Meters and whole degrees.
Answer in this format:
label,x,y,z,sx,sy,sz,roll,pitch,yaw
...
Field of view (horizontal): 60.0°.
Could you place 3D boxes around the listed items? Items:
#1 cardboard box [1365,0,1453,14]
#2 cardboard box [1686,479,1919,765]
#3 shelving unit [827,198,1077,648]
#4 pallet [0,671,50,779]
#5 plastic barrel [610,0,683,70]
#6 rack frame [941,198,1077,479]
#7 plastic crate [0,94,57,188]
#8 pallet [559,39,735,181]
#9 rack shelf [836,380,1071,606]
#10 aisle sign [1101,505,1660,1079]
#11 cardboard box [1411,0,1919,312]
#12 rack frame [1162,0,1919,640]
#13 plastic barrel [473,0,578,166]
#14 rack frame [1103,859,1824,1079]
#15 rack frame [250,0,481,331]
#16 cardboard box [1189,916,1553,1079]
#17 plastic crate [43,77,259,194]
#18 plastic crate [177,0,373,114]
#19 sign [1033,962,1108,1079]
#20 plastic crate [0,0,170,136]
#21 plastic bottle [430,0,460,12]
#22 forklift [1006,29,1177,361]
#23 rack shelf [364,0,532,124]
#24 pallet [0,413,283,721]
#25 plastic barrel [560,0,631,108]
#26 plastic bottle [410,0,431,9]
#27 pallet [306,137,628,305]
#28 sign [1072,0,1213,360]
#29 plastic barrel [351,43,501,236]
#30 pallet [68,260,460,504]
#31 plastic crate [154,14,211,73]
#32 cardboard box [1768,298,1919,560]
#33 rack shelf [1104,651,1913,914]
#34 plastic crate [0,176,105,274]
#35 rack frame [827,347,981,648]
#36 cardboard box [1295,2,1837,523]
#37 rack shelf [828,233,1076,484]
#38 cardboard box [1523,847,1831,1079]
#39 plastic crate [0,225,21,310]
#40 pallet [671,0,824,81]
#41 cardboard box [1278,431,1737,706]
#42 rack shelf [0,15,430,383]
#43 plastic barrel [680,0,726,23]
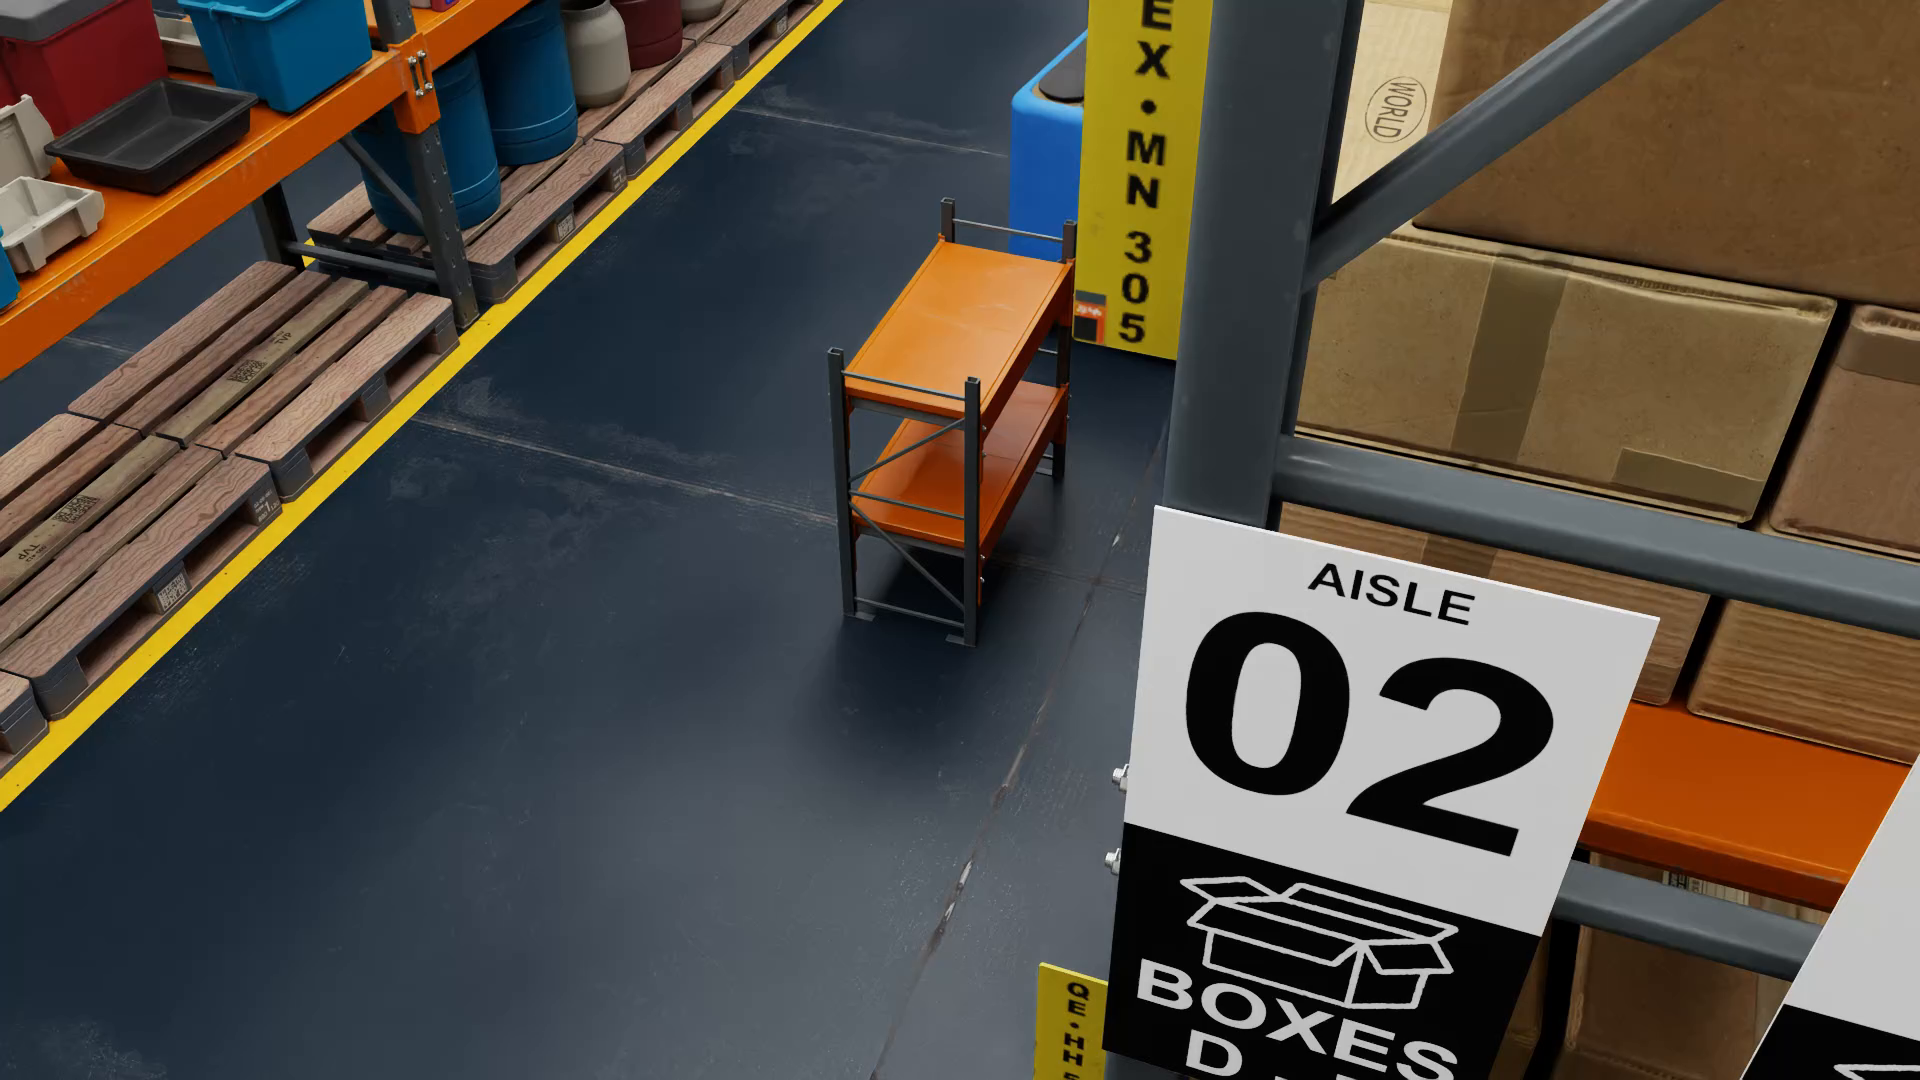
label,x,y,z,sx,sy,sz,roll,pitch,yaw
cardboard box,0.763,-0.618,2.082,0.500,0.250,0.500,13,42,15
cardboard box,1.071,-0.010,1.755,0.500,0.250,0.500,13,42,15
shelving unit,-0.002,-0.424,5.880,0.538,1.125,1.048,13,42,15
pallet,-3.679,0.796,5.154,1.003,0.211,1.213,13,42,15
plastic barrel,-1.799,-2.901,8.874,0.600,0.588,0.708,13,42,15
rack frame,0.172,-0.734,6.243,0.500,1.125,0.032,13,42,15
plastic crate,-3.325,-1.297,5.505,0.437,0.282,0.530,13,42,15
pallet,-1.911,-2.357,8.850,1.003,0.211,1.213,13,42,15
rack shelf,-0.002,-0.238,6.039,0.538,0.278,1.000,13,42,15
aisle sign,0.345,0.316,1.566,0.394,0.787,0.004,13,42,15
cardboard box,0.816,-0.545,1.419,0.700,0.500,0.500,13,42,15
rack frame,0.656,-0.951,0.431,1.000,3.000,0.127,13,42,15
plastic barrel,-2.186,-2.331,7.965,0.600,0.901,0.708,13,42,15
rack frame,0.656,1.331,2.378,1.000,3.000,0.127,13,42,15
rack frame,-2.630,-2.210,6.529,1.000,3.000,0.127,13,42,15
cardboard box,0.550,0.580,2.411,0.500,0.500,0.500,13,42,15
plastic crate,-2.760,-1.386,5.729,0.437,0.125,0.590,13,42,15
plastic crate,-2.469,-1.866,6.093,0.392,0.384,0.575,13,42,15
sign,0.141,0.635,2.059,0.100,0.325,0.005,13,42,15
plastic crate,-3.171,-1.768,5.916,0.402,0.464,0.583,13,42,15
plastic bottle,-2.103,-2.295,6.718,0.061,0.283,0.133,13,42,15
forklift,1.318,-2.790,7.262,1.130,2.935,3.031,19,44,20
rack shelf,-1.946,-3.156,8.193,1.077,0.370,4.000,13,42,15
pallet,-3.260,0.055,6.023,1.003,0.211,1.213,13,42,15
plastic barrel,-1.908,-2.508,8.472,0.421,0.512,0.421,0,40,0
plastic bottle,-2.191,-2.359,6.742,0.144,0.351,0.185,13,42,15
pallet,-2.327,-1.611,7.975,1.003,0.211,1.213,13,42,15
sign,0.141,-0.282,1.276,0.100,0.325,0.005,13,42,15
plastic barrel,-2.428,-1.900,7.459,0.600,0.901,0.708,13,42,15
pallet,-2.845,-0.692,6.899,1.003,0.211,1.213,13,42,15
plastic crate,-2.923,-1.880,6.300,0.396,0.136,0.243,13,42,15
cardboard box,1.076,-0.199,1.591,0.500,0.250,0.500,13,42,15
rack shelf,1.340,-0.756,3.068,1.077,0.370,4.000,13,42,15
plastic crate,-2.943,-1.004,5.272,0.293,0.136,0.466,13,42,15
rack frame,-0.176,-0.114,5.517,0.500,1.125,0.032,13,42,15
cardboard box,0.592,-0.313,1.725,0.500,0.250,0.500,13,42,15
rack shelf,-0.002,-0.646,5.690,0.538,0.278,1.000,13,42,15
cardboard box,1.055,0.701,2.270,0.500,0.500,0.500,15,43,16
plastic crate,-3.051,-0.793,4.951,0.416,0.233,0.300,13,42,15
pallet,-1.492,-3.099,9.719,1.003,0.211,1.213,13,42,15
cardboard box,0.584,-0.125,1.889,0.500,0.250,0.500,13,42,15
rack shelf,-3.314,-0.717,5.333,1.077,0.370,4.000,13,42,15
plastic barrel,-1.522,-3.197,9.279,0.421,0.512,0.421,0,40,0
